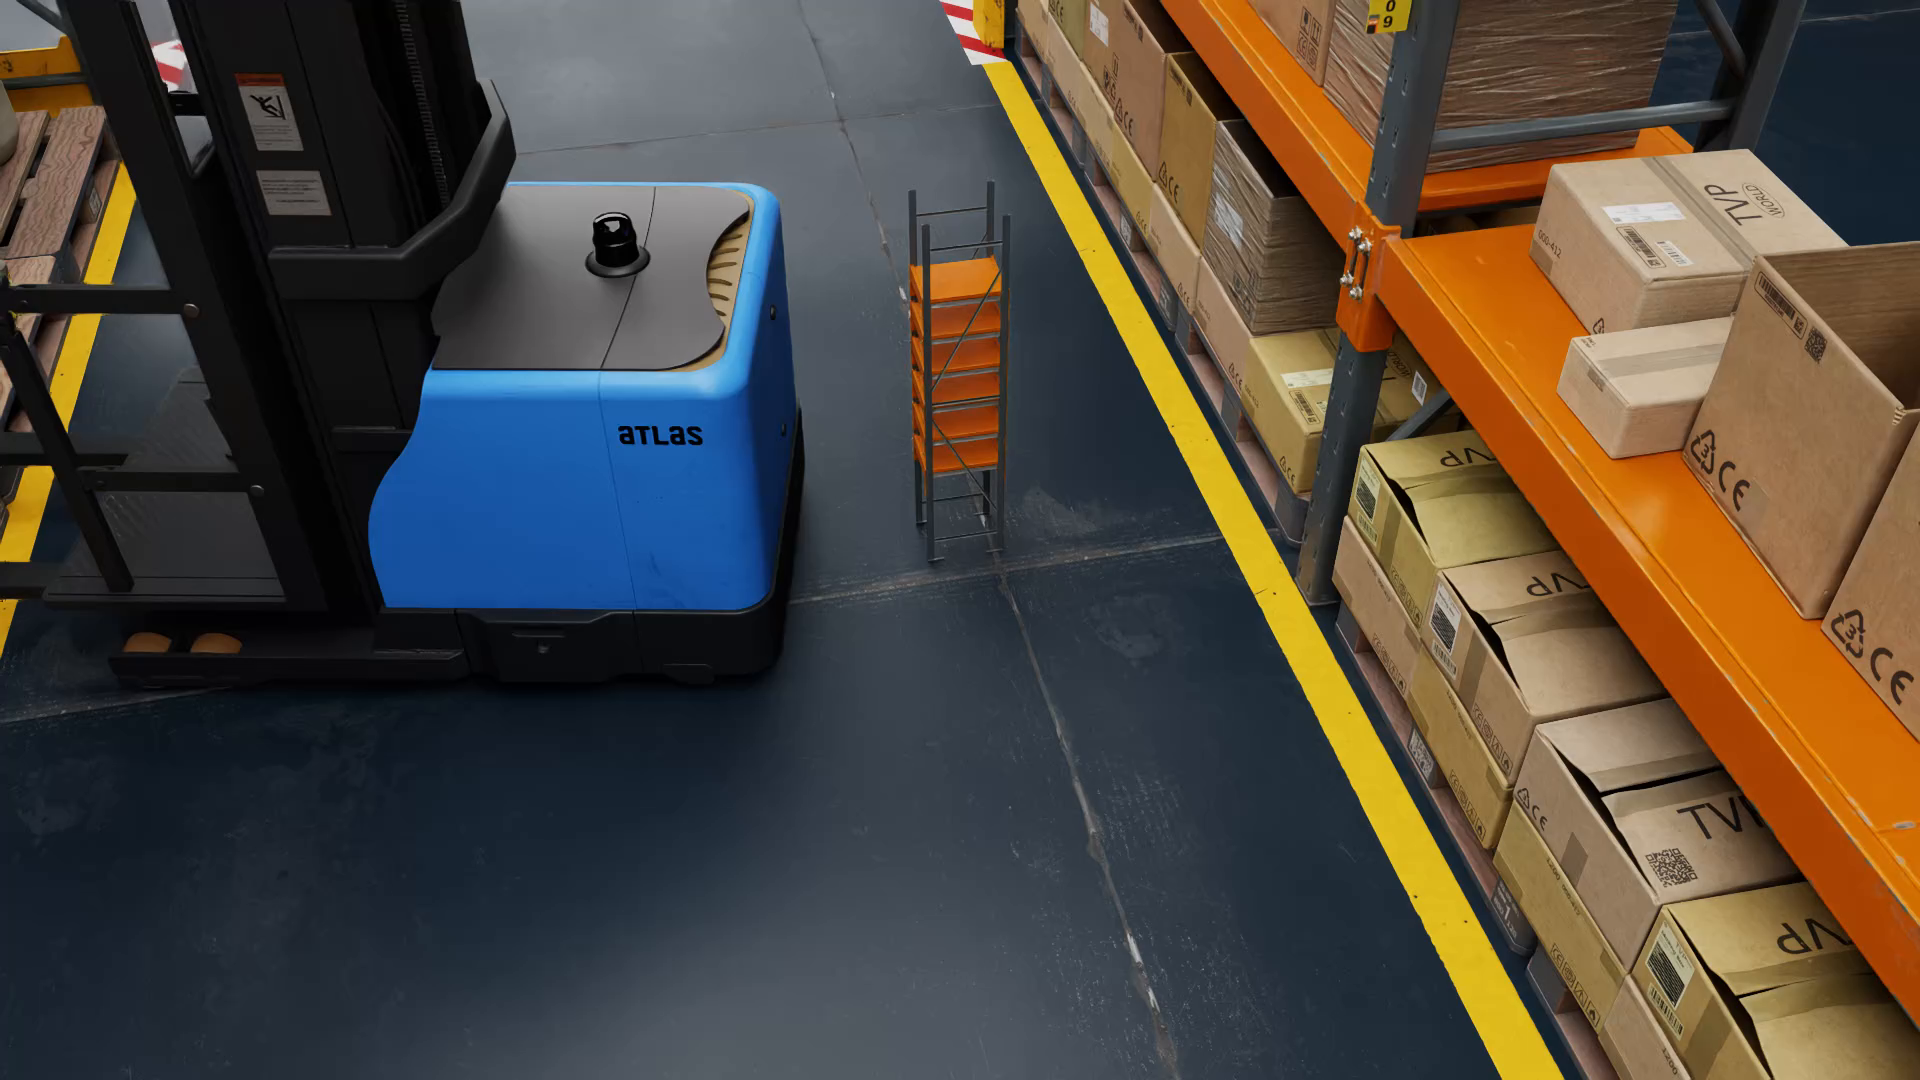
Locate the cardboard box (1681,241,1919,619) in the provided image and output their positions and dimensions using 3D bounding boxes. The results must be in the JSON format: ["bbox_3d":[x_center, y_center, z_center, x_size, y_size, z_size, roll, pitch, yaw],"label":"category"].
[{"bbox_3d":[1.791,-0.221,3.164,0.500,0.500,0.500,-6,42,-6],"label":"cardboard box"}]

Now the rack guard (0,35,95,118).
[{"bbox_3d":[-4.111,-1.933,7.051,1.175,0.500,0.348,-8,42,-9],"label":"rack guard"}]

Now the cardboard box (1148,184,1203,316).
[{"bbox_3d":[0.993,-1.070,5.951,0.500,0.250,0.500,-8,42,-9],"label":"cardboard box"}]

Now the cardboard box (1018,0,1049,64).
[{"bbox_3d":[0.562,-2.367,7.412,0.500,0.250,0.500,-8,42,-9],"label":"cardboard box"}]

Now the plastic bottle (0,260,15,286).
[{"bbox_3d":[-3.349,-0.901,5.782,0.097,0.201,0.097,0,42,0],"label":"plastic bottle"}]

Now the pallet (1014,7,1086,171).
[{"bbox_3d":[0.870,-2.085,7.440,1.003,0.211,1.213,-8,42,-9],"label":"pallet"}]

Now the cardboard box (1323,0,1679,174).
[{"bbox_3d":[1.425,-1.349,4.435,0.700,0.500,0.500,-9,42,-10],"label":"cardboard box"}]

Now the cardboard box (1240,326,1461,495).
[{"bbox_3d":[1.214,-0.423,5.222,0.500,0.250,0.500,-8,42,-9],"label":"cardboard box"}]

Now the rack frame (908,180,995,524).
[{"bbox_3d":[-0.023,-0.517,4.929,0.240,1.200,0.006,-8,42,-9],"label":"rack frame"}]

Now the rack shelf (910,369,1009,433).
[{"bbox_3d":[-0.003,-0.425,4.892,0.258,0.103,0.180,-8,42,-9],"label":"rack shelf"}]

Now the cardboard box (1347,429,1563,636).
[{"bbox_3d":[1.373,-0.060,4.390,0.500,0.311,0.500,-8,42,-9],"label":"cardboard box"}]

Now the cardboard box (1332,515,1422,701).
[{"bbox_3d":[1.372,0.143,4.584,0.500,0.250,0.500,-9,42,-10],"label":"cardboard box"}]

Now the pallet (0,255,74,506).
[{"bbox_3d":[-3.681,-0.508,5.664,1.003,0.211,1.213,-8,42,-9],"label":"pallet"}]

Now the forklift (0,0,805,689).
[{"bbox_3d":[-2.025,-1.021,4.192,3.031,2.935,1.130,0,42,1],"label":"forklift"}]

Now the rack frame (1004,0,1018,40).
[{"bbox_3d":[0.664,-3.618,7.066,1.000,3.000,0.127,-8,42,-9],"label":"rack frame"}]

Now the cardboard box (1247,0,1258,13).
[{"bbox_3d":[1.200,-2.016,5.186,0.700,0.500,0.500,-8,42,-9],"label":"cardboard box"}]

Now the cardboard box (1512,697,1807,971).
[{"bbox_3d":[1.589,0.601,3.646,0.500,0.311,0.500,-10,43,-11],"label":"cardboard box"}]

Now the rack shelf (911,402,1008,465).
[{"bbox_3d":[-0.003,-0.335,4.971,0.258,0.103,0.180,-8,42,-9],"label":"rack shelf"}]

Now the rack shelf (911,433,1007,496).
[{"bbox_3d":[-0.003,-0.245,5.051,0.258,0.103,0.180,-8,42,-9],"label":"rack shelf"}]

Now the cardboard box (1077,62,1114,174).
[{"bbox_3d":[0.781,-1.719,6.682,0.500,0.250,0.500,-8,42,-9],"label":"cardboard box"}]

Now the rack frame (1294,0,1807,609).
[{"bbox_3d":[1.527,-1.025,4.145,1.000,3.000,0.127,-8,42,-9],"label":"rack frame"}]

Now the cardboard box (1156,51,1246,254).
[{"bbox_3d":[1.005,-1.353,5.704,0.500,0.500,0.500,-8,42,-9],"label":"cardboard box"}]

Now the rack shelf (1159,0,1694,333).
[{"bbox_3d":[1.095,-2.052,5.844,1.077,0.370,4.000,-8,42,-9],"label":"rack shelf"}]

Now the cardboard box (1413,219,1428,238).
[{"bbox_3d":[1.617,-1.103,5.423,0.500,0.500,0.500,-8,42,-9],"label":"cardboard box"}]

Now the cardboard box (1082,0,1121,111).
[{"bbox_3d":[0.792,-2.001,6.435,0.500,0.500,0.500,-8,42,-9],"label":"cardboard box"}]

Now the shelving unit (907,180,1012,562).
[{"bbox_3d":[-0.003,-0.458,4.862,0.258,1.200,0.189,-8,42,-9],"label":"shelving unit"}]

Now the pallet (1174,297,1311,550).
[{"bbox_3d":[1.396,-0.504,5.658,1.003,0.211,1.213,-8,42,-9],"label":"pallet"}]

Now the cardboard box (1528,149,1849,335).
[{"bbox_3d":[1.676,-0.656,3.842,0.500,0.250,0.500,-6,42,-7],"label":"cardboard box"}]

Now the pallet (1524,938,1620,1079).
[{"bbox_3d":[1.991,1.282,3.646,1.003,0.211,1.213,-8,42,-9],"label":"pallet"}]

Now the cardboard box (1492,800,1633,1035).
[{"bbox_3d":[1.596,0.810,3.833,0.500,0.250,0.500,-10,42,-11],"label":"cardboard box"}]

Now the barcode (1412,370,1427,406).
[{"bbox_3d":[1.176,-0.389,4.257,0.001,0.075,0.075,-8,42,-9],"label":"barcode"}]
